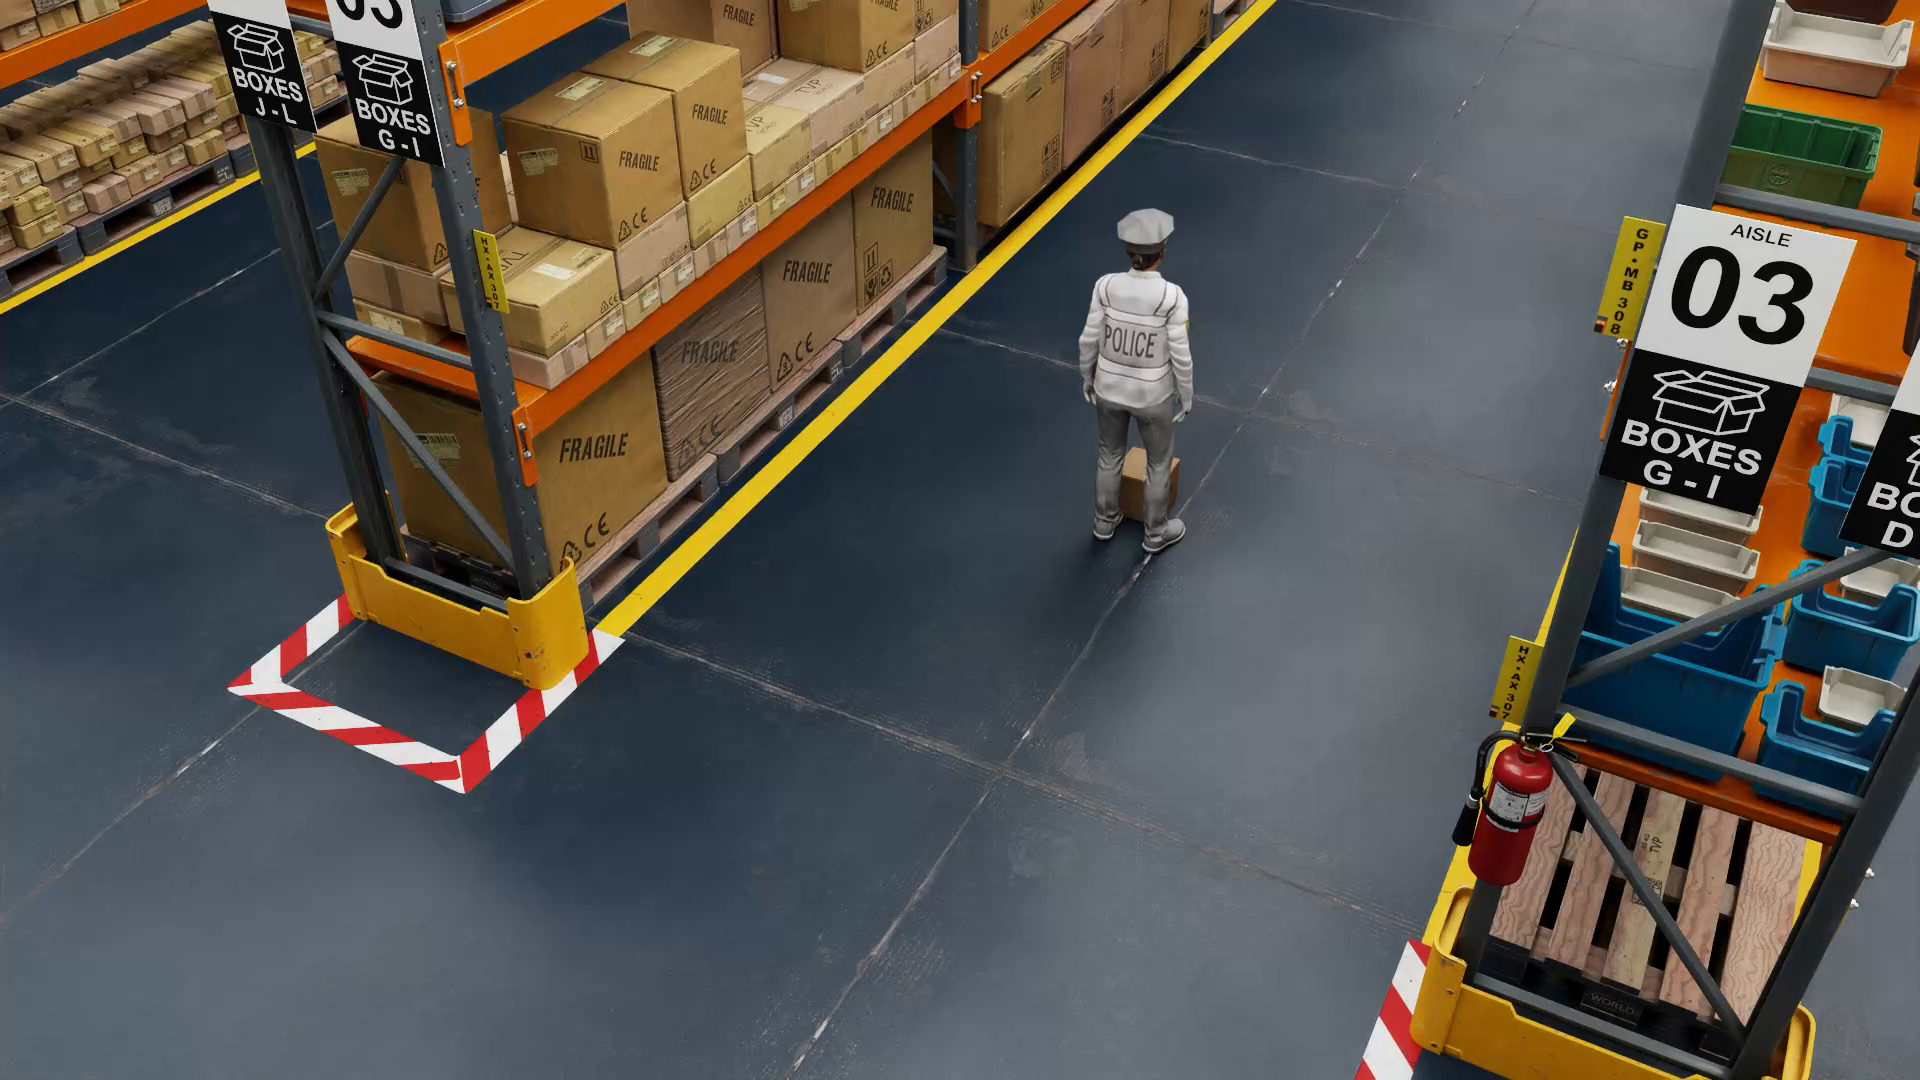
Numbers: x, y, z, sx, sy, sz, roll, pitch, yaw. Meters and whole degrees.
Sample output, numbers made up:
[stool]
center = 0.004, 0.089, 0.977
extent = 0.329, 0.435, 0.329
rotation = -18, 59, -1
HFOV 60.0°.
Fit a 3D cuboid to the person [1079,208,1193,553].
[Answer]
[person]
center = 0.806, -0.690, 7.620
extent = 0.547, 1.666, 0.371
rotation = 16, 41, 19
